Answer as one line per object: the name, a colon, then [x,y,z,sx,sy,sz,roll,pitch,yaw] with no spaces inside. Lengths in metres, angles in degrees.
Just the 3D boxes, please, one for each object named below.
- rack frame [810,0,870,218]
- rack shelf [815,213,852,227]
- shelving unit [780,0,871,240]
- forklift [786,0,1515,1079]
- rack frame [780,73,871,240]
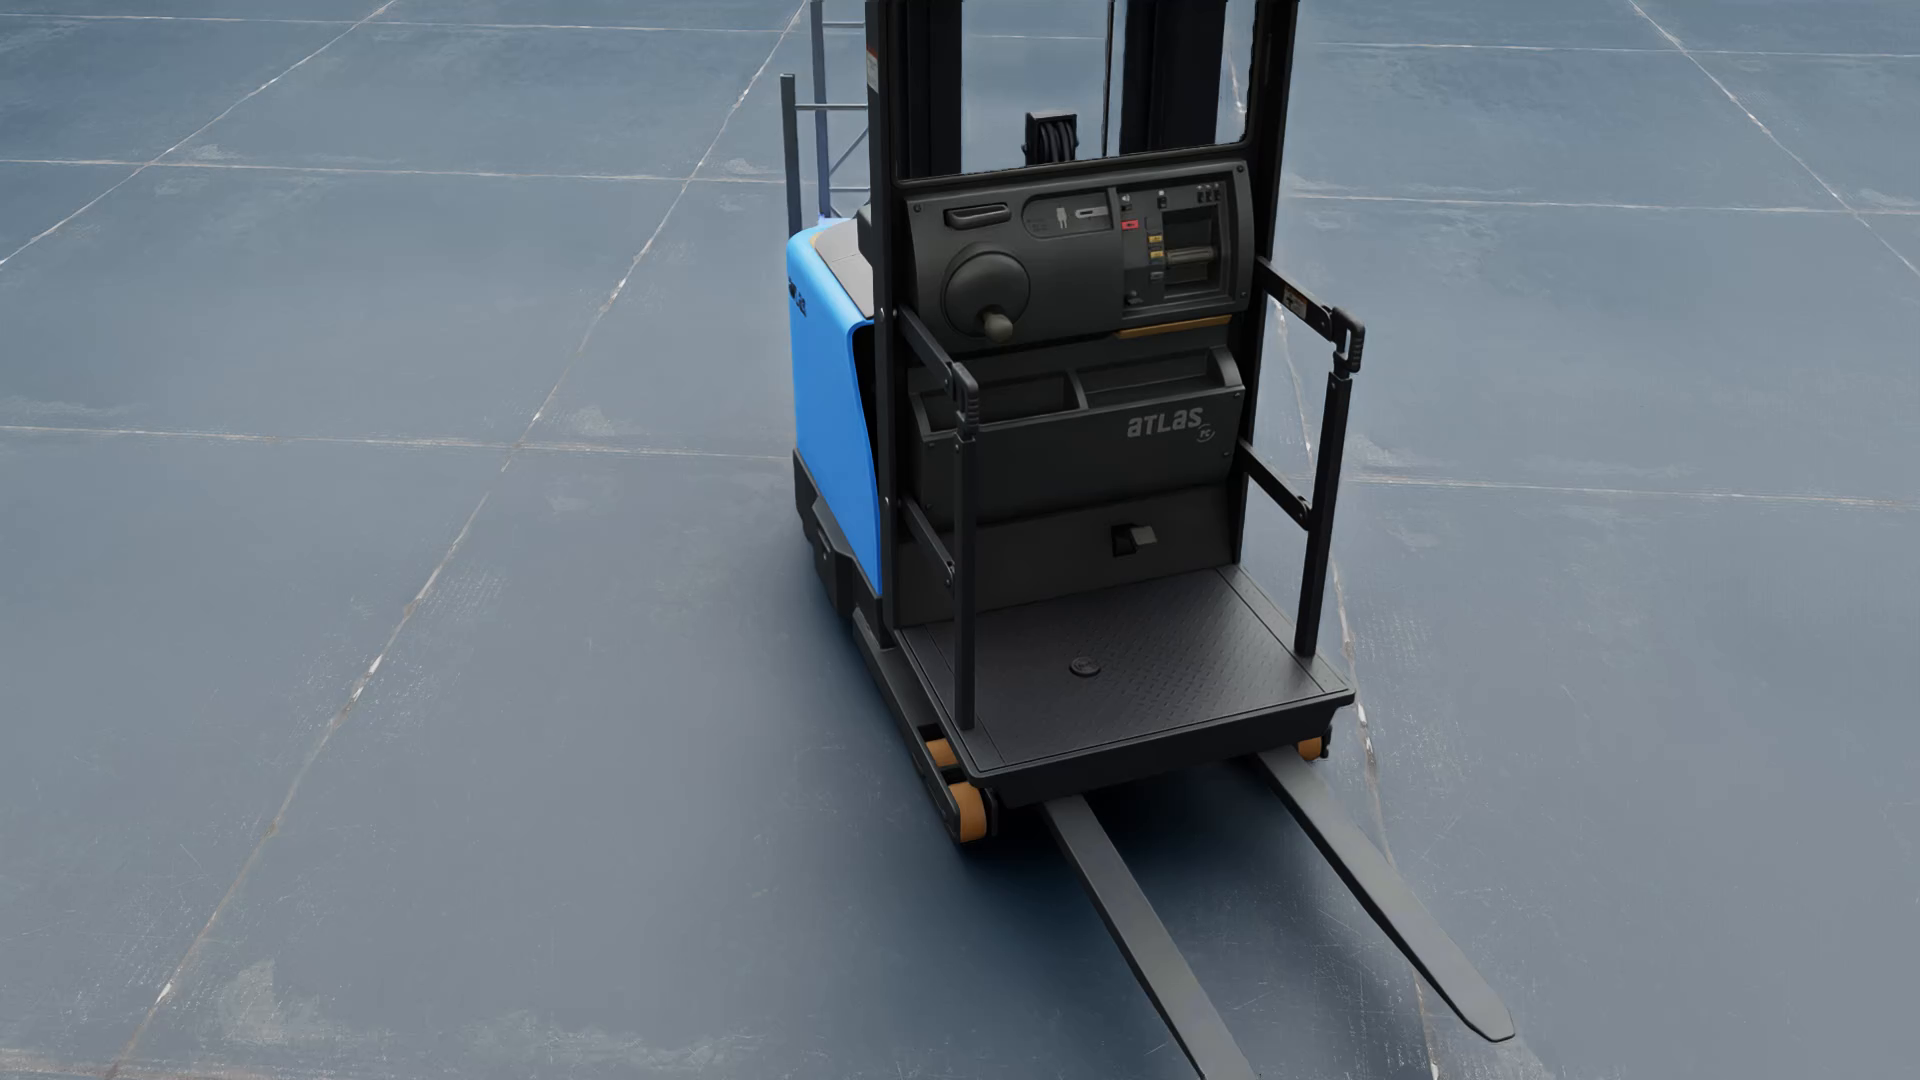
rack frame: [-0.305,-1.374,6.550,0.500,1.500,0.032,0,32,1]
rack shelf: [-0.313,-0.954,6.211,0.538,0.185,1.000,0,32,1]
shelving unit: [-0.313,-1.107,6.117,0.538,1.500,1.048,0,32,1]
forklift: [0.391,-0.682,4.063,1.130,2.935,3.031,-10,33,-16]
rack frame: [-0.321,-0.840,5.684,0.500,1.500,0.032,0,32,1]
